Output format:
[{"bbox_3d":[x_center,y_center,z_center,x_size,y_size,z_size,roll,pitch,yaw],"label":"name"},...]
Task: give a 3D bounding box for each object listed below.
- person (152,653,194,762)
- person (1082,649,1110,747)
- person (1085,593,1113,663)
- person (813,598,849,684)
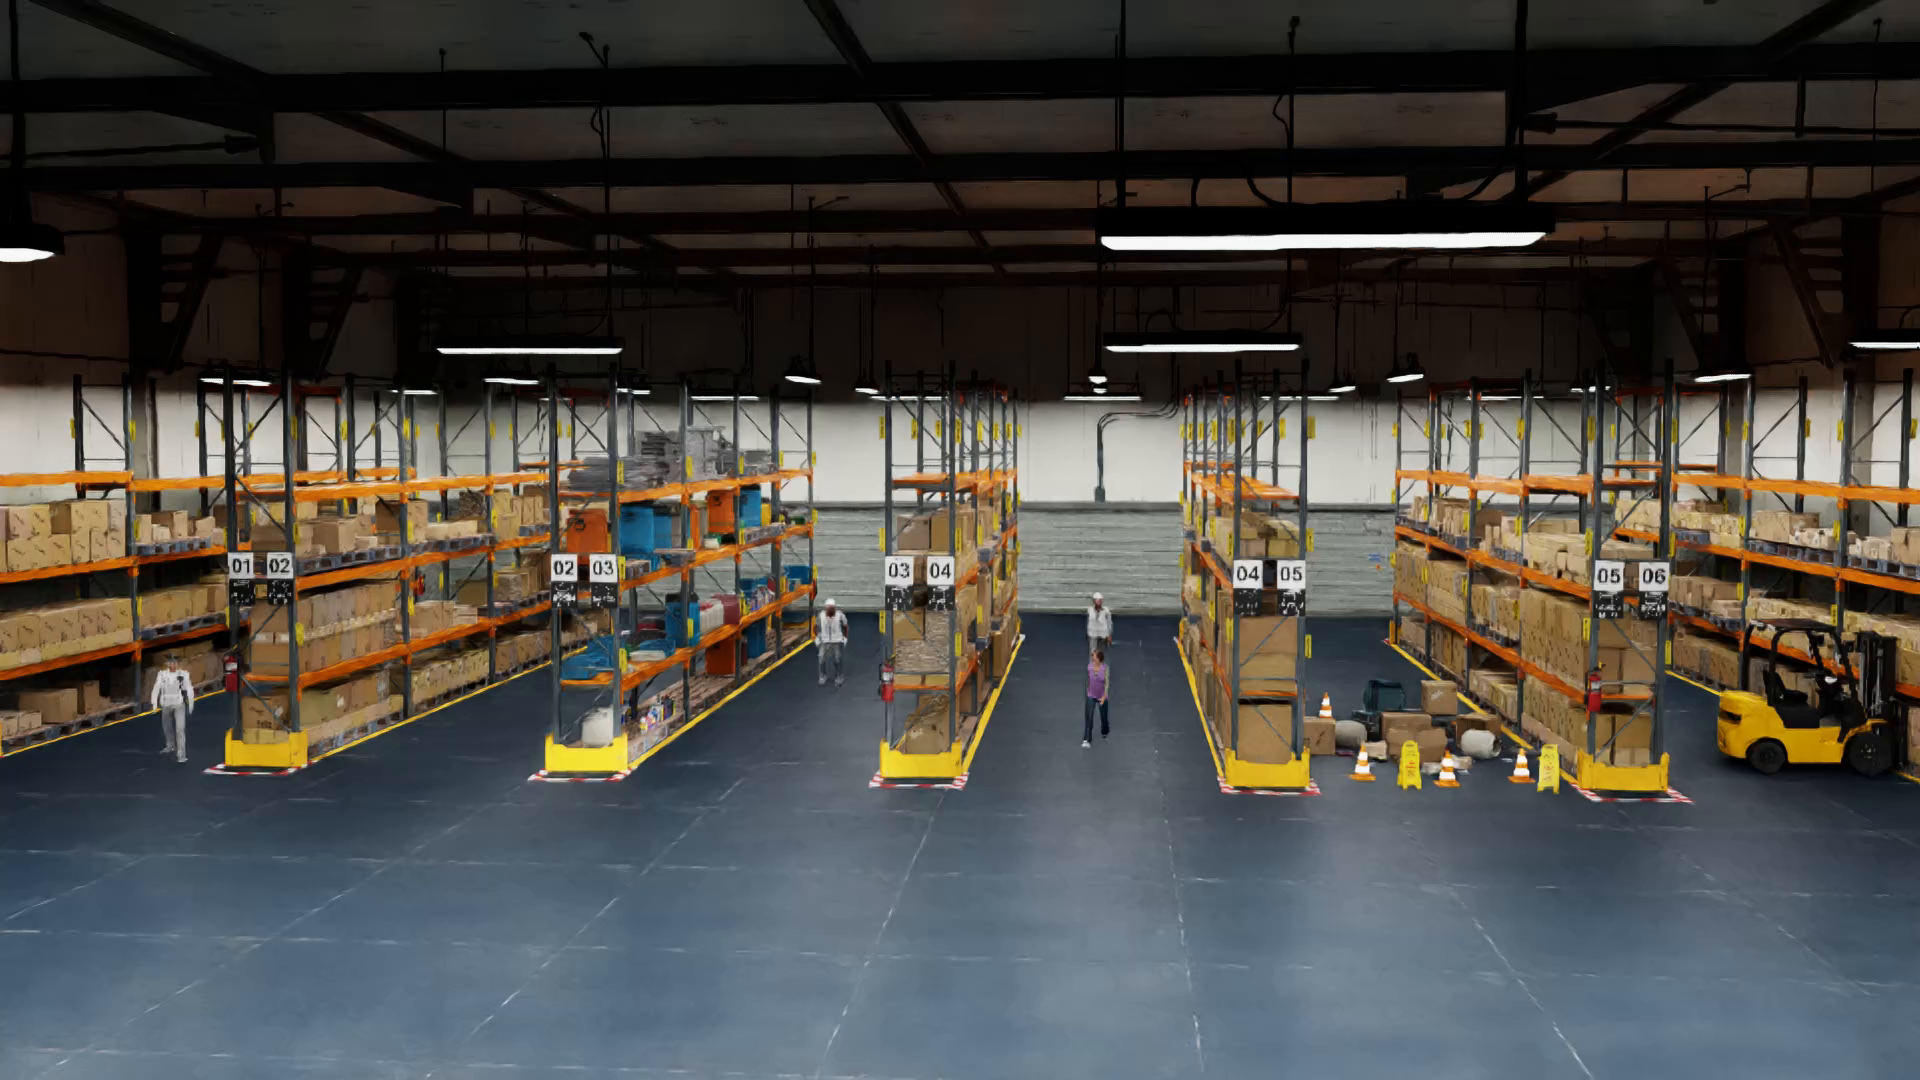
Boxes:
[{"bbox_3d":[-11.975,2.507,25.332,0.560,1.639,0.845,-1,4,-13],"label":"person"},{"bbox_3d":[2.191,2.484,26.421,0.407,1.533,0.962,1,4,14],"label":"person"},{"bbox_3d":[2.826,1.922,33.766,0.555,1.725,1.029,0,4,4],"label":"person"},{"bbox_3d":[-2.541,1.994,32.696,0.702,1.735,0.549,0,4,4],"label":"person"}]
